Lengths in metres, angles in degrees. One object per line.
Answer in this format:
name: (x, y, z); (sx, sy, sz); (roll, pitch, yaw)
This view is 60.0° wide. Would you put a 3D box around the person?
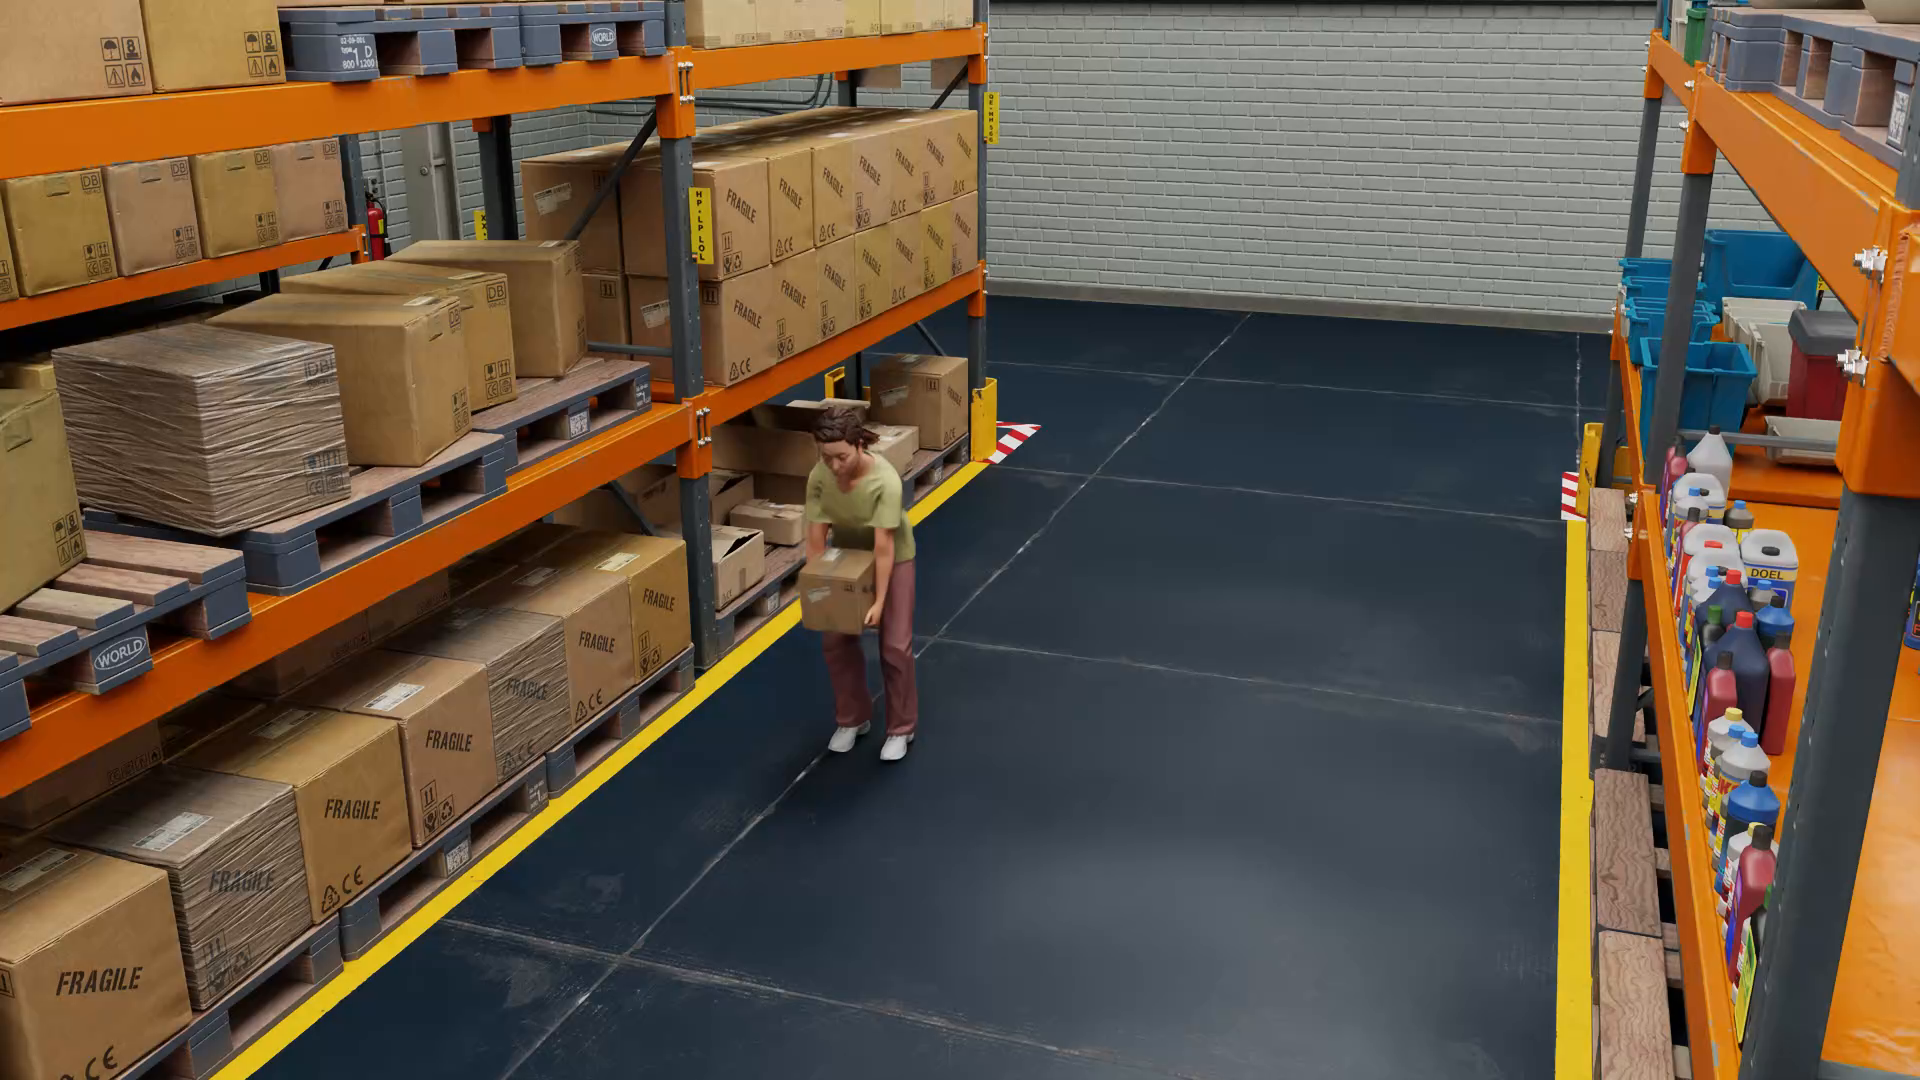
person: (-0.404, 0.175, 6.745); (0.402, 1.555, 0.615); (6, 20, 18)
